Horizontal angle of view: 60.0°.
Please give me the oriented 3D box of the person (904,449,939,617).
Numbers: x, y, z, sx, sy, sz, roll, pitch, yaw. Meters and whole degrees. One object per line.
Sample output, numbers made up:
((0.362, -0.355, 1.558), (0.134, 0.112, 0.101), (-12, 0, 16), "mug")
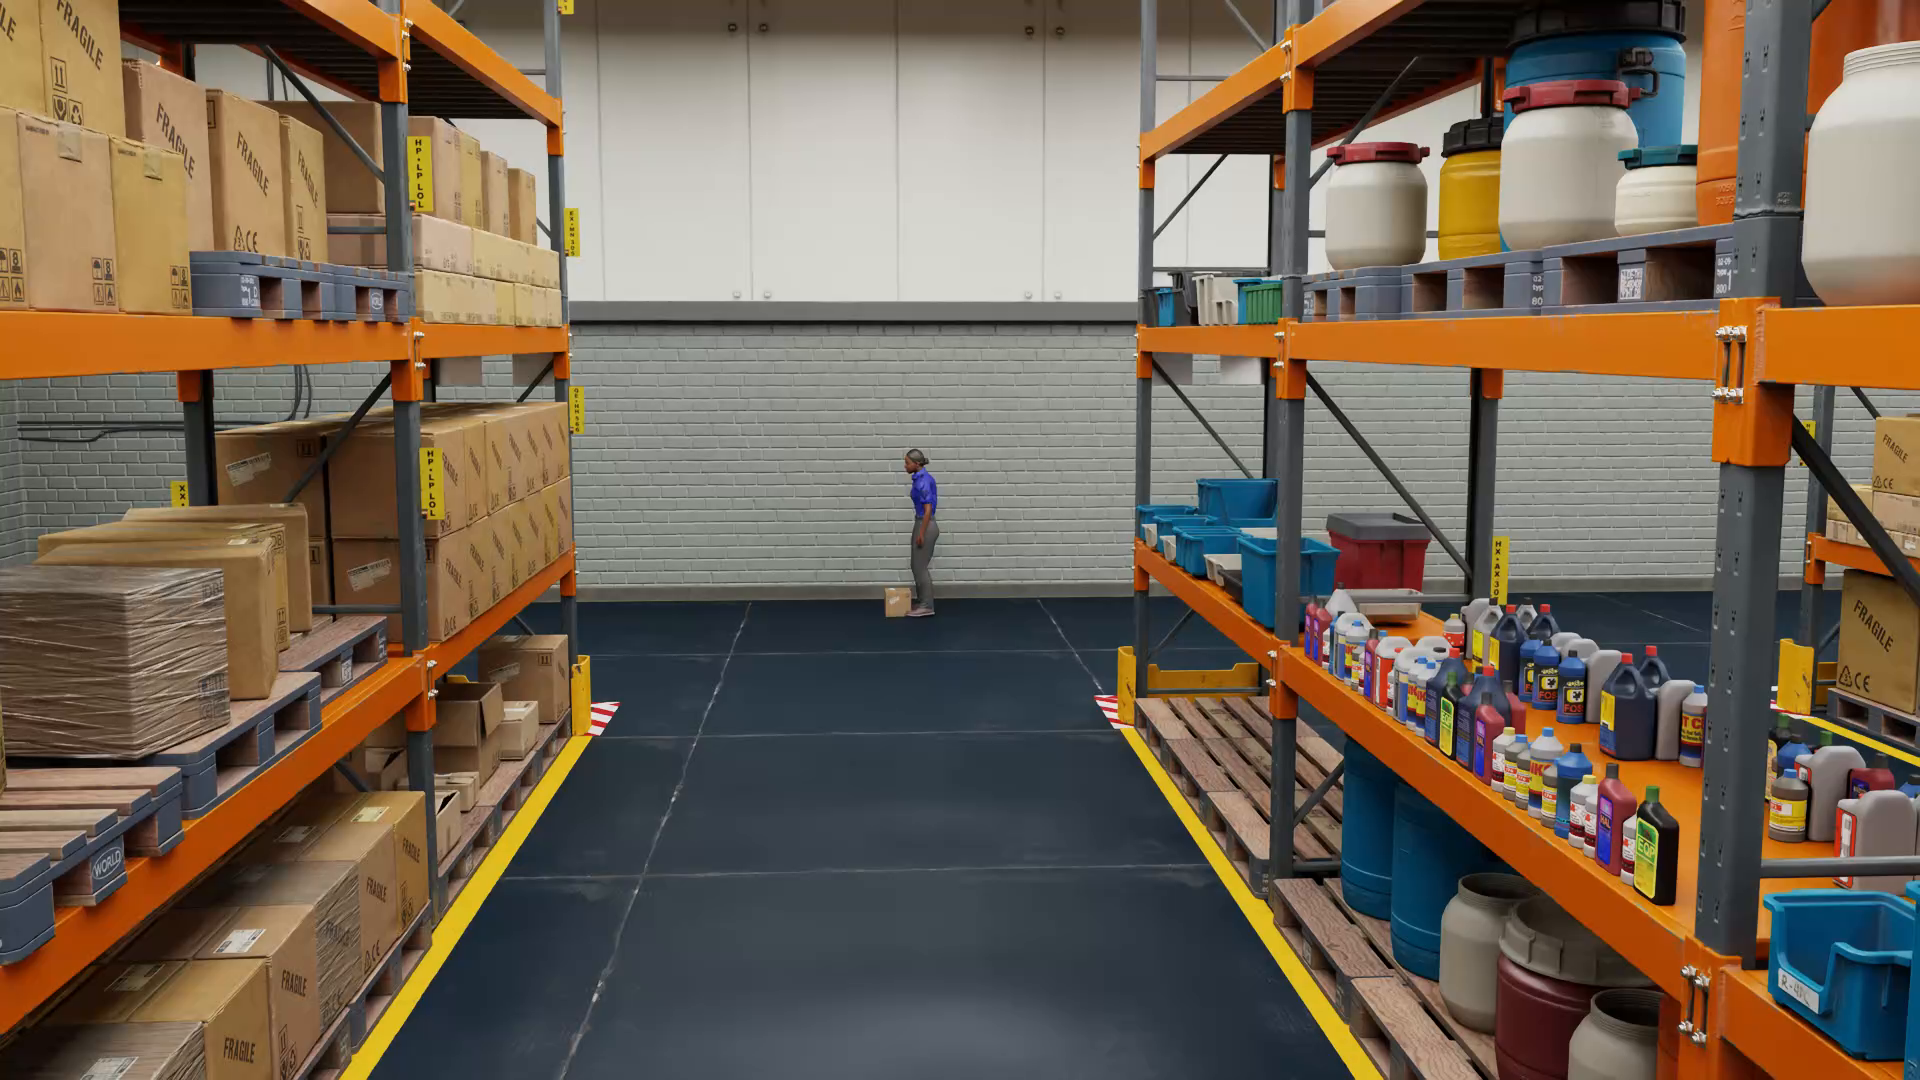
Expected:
((-0.383, -0.082, 16.447), (0.348, 1.654, 0.510), (-1, 7, -6), "person")
